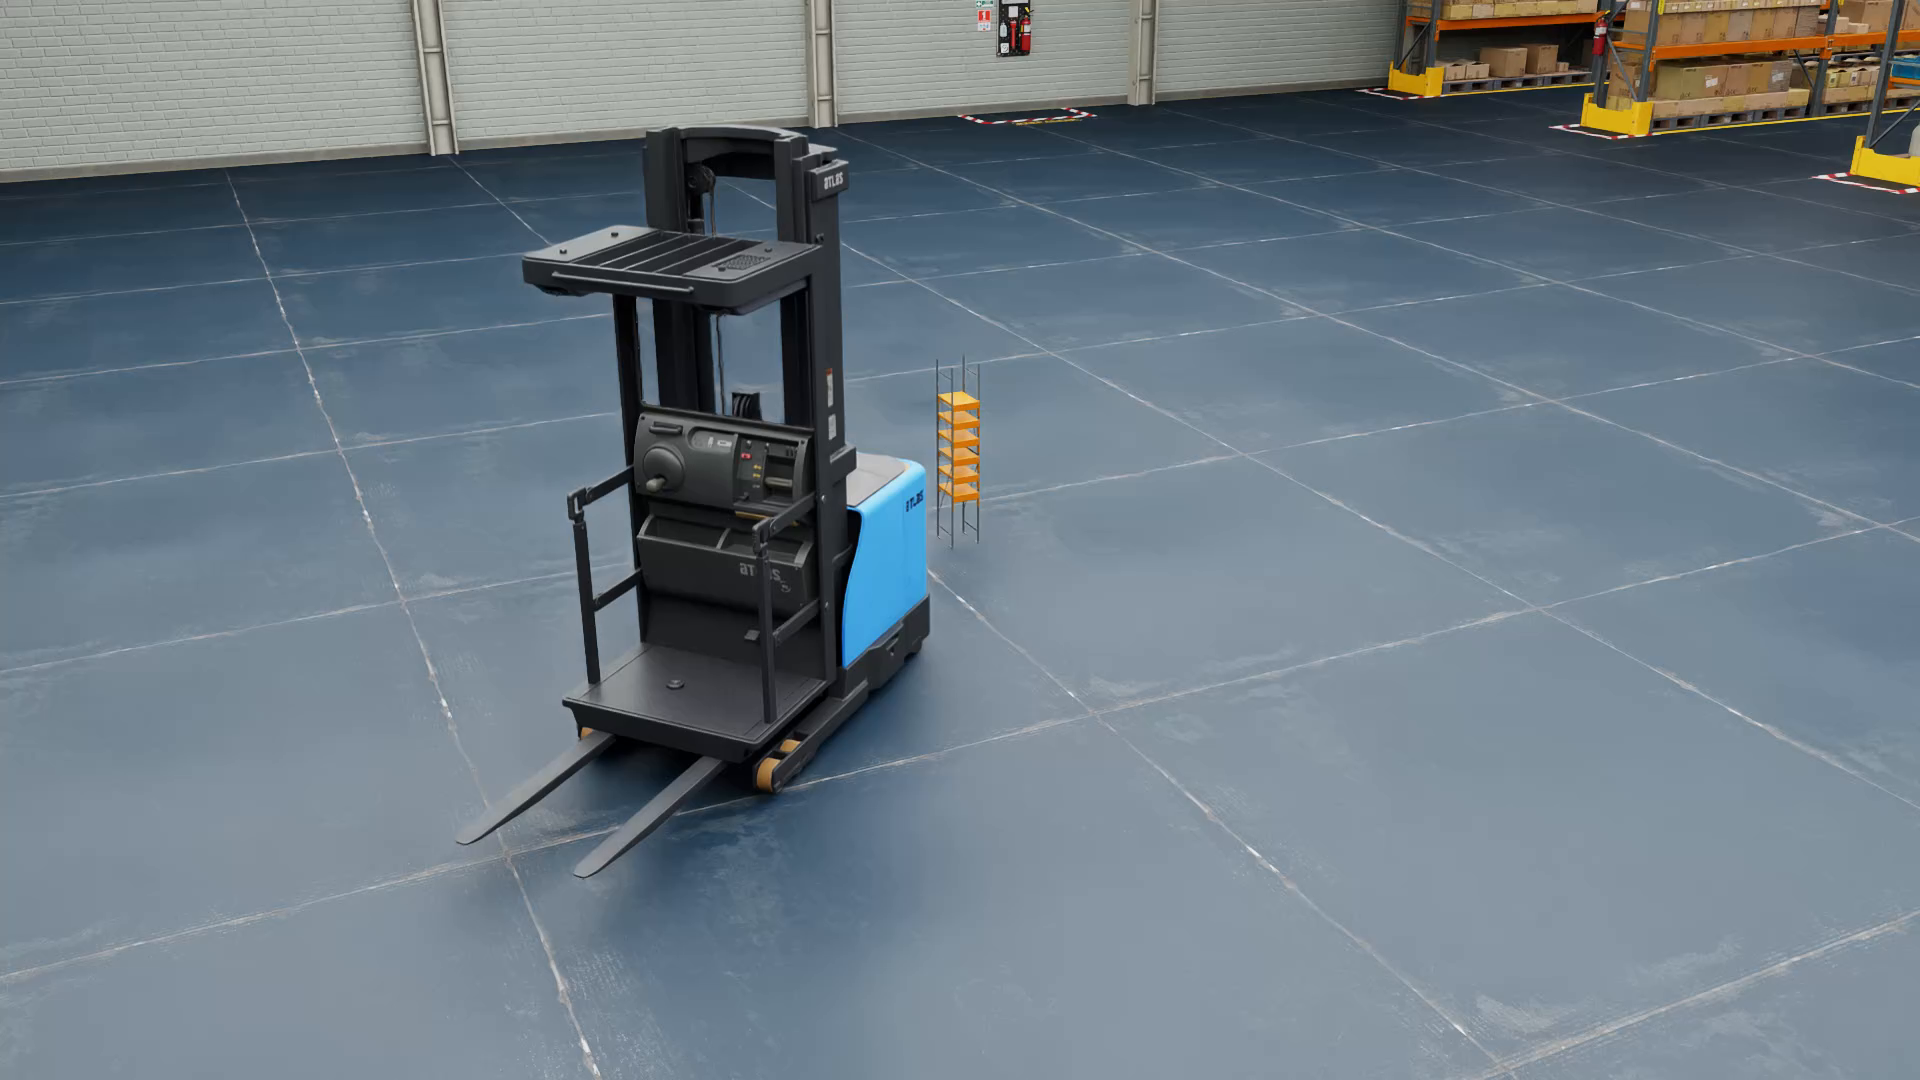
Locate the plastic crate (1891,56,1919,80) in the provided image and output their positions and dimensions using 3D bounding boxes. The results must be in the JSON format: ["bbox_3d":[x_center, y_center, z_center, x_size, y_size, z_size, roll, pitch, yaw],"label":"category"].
[{"bbox_3d":[12.958,-6.372,22.416,0.616,0.251,0.499,-10,25,-24],"label":"plastic crate"}]

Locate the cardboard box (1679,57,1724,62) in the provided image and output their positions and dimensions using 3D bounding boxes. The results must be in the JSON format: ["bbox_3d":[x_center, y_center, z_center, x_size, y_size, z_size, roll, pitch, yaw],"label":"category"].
[{"bbox_3d":[12.191,-7.677,27.440,0.500,0.500,0.500,-10,25,-24],"label":"cardboard box"}]

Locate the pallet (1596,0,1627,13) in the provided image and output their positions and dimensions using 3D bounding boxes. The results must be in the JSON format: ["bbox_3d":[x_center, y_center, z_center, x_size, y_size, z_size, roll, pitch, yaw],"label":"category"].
[{"bbox_3d":[12.696,-10.320,32.010,1.213,0.211,1.003,-10,25,-24],"label":"pallet"}]

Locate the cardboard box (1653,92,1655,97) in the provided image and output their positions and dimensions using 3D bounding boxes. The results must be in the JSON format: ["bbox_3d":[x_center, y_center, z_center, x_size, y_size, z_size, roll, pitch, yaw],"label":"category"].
[{"bbox_3d":[11.292,-7.163,27.180,0.500,0.250,0.500,-10,25,-24],"label":"cardboard box"}]

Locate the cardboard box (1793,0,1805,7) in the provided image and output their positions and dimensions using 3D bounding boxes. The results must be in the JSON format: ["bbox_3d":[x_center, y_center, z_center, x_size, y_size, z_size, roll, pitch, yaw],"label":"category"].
[{"bbox_3d":[13.485,-8.768,27.031,0.250,0.149,0.380,-11,25,-25],"label":"cardboard box"}]

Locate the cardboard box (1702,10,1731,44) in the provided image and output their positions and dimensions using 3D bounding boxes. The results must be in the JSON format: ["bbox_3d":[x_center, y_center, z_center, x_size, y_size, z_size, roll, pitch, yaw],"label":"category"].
[{"bbox_3d":[11.839,-8.250,26.629,0.500,0.500,0.700,-10,25,-23],"label":"cardboard box"}]

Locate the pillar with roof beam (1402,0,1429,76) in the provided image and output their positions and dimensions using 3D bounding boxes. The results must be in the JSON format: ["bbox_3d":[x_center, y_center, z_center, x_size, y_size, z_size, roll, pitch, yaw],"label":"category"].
[{"bbox_3d":[10.462,-11.371,26.455,0.400,9.000,9.100,-10,25,-24],"label":"pillar with roof beam"}]

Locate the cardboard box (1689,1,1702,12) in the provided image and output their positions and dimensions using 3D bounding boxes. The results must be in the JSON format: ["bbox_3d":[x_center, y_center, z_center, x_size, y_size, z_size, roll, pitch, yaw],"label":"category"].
[{"bbox_3d":[11.401,-8.384,26.104,0.250,0.149,0.380,-10,25,-23],"label":"cardboard box"}]

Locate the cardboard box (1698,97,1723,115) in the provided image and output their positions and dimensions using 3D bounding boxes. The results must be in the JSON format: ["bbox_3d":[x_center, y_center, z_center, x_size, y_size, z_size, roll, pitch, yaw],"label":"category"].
[{"bbox_3d":[11.971,-7.065,26.941,0.500,0.250,0.500,-10,25,-24],"label":"cardboard box"}]

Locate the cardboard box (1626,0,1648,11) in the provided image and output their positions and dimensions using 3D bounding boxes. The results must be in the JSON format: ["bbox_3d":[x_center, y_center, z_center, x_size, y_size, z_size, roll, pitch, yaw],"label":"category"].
[{"bbox_3d":[10.753,-8.437,26.231,0.250,0.149,0.380,-11,25,-25],"label":"cardboard box"}]

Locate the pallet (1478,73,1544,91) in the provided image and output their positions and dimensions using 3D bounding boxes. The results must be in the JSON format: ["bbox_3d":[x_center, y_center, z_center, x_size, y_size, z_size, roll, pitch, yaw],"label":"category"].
[{"bbox_3d":[10.253,-8.716,31.531,1.213,0.211,1.003,-10,25,-24],"label":"pallet"}]

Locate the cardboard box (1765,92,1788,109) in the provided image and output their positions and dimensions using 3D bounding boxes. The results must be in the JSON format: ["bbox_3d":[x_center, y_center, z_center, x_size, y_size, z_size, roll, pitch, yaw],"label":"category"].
[{"bbox_3d":[13.318,-7.317,27.551,0.500,0.250,0.500,-10,25,-24],"label":"cardboard box"}]

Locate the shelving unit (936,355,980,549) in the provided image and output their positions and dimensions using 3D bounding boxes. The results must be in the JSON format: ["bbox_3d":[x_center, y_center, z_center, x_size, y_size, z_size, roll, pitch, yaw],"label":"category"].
[{"bbox_3d":[-0.013,-0.552,10.515,0.189,1.200,0.258,-10,25,-24],"label":"shelving unit"}]

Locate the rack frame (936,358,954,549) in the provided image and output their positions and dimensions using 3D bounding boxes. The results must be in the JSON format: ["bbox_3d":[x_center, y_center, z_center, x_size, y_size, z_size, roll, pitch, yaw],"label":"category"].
[{"bbox_3d":[-0.095,-0.537,10.478,0.006,1.200,0.240,-10,25,-24],"label":"rack frame"}]

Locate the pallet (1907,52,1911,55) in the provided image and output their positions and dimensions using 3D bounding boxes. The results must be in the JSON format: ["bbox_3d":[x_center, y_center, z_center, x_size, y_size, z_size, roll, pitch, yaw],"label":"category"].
[{"bbox_3d":[20.972,-10.674,36.260,1.213,0.211,1.003,-10,25,-24],"label":"pallet"}]

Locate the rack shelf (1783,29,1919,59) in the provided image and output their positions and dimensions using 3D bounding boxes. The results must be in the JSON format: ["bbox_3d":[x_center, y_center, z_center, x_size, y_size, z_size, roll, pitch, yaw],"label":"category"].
[{"bbox_3d":[15.898,-8.625,28.605,4.000,0.370,1.077,-10,25,-24],"label":"rack shelf"}]

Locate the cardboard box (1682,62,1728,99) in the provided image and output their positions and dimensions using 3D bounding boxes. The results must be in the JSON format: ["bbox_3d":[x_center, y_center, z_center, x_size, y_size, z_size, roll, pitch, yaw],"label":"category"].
[{"bbox_3d":[11.966,-7.415,26.808,0.500,0.500,0.500,-10,25,-24],"label":"cardboard box"}]

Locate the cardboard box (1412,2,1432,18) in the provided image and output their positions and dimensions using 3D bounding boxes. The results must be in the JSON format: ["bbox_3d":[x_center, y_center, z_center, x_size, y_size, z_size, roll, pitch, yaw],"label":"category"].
[{"bbox_3d":[8.677,-9.753,30.559,0.500,0.250,0.500,-10,25,-23],"label":"cardboard box"}]

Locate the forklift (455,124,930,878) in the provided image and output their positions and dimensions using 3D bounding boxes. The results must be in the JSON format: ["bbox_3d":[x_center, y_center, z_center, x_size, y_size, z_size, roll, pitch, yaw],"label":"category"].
[{"bbox_3d":[-1.230,-0.344,7.749,1.130,2.935,3.031,10,24,22],"label":"forklift"}]

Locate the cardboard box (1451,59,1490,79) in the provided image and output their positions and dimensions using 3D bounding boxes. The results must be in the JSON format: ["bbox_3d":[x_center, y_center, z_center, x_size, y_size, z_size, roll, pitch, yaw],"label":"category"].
[{"bbox_3d":[9.516,-8.808,31.046,0.500,0.311,0.500,-8,24,-19],"label":"cardboard box"}]

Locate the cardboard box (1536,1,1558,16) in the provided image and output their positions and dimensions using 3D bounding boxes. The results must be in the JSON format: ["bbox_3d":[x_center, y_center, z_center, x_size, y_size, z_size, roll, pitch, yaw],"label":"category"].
[{"bbox_3d":[10.750,-9.920,30.964,0.500,0.250,0.500,-11,25,-24],"label":"cardboard box"}]

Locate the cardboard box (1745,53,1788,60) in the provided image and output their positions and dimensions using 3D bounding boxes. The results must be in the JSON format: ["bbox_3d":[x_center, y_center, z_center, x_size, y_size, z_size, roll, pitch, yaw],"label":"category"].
[{"bbox_3d":[13.542,-7.927,28.043,0.500,0.500,0.500,-10,25,-24],"label":"cardboard box"}]

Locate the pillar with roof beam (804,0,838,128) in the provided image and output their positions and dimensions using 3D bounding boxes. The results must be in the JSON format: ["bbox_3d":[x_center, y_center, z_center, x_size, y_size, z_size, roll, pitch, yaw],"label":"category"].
[{"bbox_3d":[-0.350,-9.381,21.646,0.400,9.000,9.100,-10,25,-24],"label":"pillar with roof beam"}]

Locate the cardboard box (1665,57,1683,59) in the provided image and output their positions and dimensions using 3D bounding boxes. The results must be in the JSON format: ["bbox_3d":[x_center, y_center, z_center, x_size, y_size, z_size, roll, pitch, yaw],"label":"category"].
[{"bbox_3d":[13.972,-9.769,33.121,0.500,0.500,0.700,-11,25,-24],"label":"cardboard box"}]

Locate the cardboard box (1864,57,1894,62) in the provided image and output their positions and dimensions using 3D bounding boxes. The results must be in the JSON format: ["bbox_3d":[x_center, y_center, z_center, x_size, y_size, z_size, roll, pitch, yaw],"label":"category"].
[{"bbox_3d":[16.170,-8.312,29.222,0.500,0.311,0.500,-11,25,-25],"label":"cardboard box"}]

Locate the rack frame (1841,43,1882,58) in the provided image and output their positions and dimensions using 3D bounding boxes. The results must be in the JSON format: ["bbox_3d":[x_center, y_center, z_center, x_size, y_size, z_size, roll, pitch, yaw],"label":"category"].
[{"bbox_3d":[19.152,-11.659,34.994,0.127,3.000,1.000,-10,25,-24],"label":"rack frame"}]

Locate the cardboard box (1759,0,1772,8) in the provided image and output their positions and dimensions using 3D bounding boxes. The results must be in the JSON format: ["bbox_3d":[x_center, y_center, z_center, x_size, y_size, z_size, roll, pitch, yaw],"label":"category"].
[{"bbox_3d":[12.799,-8.642,26.728,0.250,0.149,0.380,-10,24,-22],"label":"cardboard box"}]

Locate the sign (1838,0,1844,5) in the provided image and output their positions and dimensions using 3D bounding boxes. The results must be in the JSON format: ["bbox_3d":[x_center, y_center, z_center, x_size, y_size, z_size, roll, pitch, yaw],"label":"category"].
[{"bbox_3d":[14.338,-8.871,27.024,0.005,0.325,0.100,-10,25,-24],"label":"sign"}]

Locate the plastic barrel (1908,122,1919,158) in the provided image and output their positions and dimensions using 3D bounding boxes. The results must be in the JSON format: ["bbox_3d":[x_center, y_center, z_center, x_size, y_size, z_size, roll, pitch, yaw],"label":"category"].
[{"bbox_3d":[13.196,-5.434,22.660,0.421,0.512,0.421,0,22,0],"label":"plastic barrel"}]

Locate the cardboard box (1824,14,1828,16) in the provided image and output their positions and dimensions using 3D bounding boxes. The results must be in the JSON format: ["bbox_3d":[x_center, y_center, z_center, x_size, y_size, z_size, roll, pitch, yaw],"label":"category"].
[{"bbox_3d":[14.808,-8.773,28.197,0.258,0.266,0.396,-11,25,-25],"label":"cardboard box"}]

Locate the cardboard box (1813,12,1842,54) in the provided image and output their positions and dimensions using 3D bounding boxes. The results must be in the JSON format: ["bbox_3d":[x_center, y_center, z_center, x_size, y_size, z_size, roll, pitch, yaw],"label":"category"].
[{"bbox_3d":[17.823,-10.559,34.598,0.750,0.750,0.750,-10,24,-22],"label":"cardboard box"}]

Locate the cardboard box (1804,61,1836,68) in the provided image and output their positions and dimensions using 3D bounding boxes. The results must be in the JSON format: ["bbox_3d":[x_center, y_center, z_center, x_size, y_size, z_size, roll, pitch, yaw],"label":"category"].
[{"bbox_3d":[14.802,-8.063,28.619,0.500,0.311,0.500,-10,24,-22],"label":"cardboard box"}]

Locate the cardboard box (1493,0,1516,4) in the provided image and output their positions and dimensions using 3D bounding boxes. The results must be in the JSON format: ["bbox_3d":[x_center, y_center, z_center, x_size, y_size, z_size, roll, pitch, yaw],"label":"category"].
[{"bbox_3d":[9.818,-10.093,30.400,0.500,0.500,0.500,-11,25,-25],"label":"cardboard box"}]

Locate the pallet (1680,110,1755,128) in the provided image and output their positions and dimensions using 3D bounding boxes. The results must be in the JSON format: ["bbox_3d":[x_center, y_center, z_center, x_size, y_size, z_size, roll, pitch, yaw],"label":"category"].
[{"bbox_3d":[12.260,-7.016,27.423,1.213,0.211,1.003,-10,25,-24],"label":"pallet"}]

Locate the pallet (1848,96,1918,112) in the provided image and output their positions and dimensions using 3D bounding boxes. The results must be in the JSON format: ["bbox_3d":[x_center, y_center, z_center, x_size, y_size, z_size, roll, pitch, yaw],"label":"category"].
[{"bbox_3d":[15.843,-7.677,29.019,1.213,0.211,1.003,-10,25,-24],"label":"pallet"}]

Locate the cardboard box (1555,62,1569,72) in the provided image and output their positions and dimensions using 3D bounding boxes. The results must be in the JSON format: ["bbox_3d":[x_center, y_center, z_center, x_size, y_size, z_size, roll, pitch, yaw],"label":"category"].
[{"bbox_3d":[11.475,-9.127,32.007,0.250,0.166,0.380,-14,26,-30],"label":"cardboard box"}]

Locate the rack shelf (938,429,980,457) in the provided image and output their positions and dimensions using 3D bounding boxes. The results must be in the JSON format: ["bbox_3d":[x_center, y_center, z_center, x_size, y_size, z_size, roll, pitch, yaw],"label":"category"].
[{"bbox_3d":[-0.013,-0.622,10.486,0.180,0.103,0.258,-10,25,-24],"label":"rack shelf"}]

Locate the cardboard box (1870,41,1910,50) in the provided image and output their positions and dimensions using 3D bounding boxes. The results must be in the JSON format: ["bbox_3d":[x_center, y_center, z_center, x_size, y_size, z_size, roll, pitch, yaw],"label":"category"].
[{"bbox_3d":[19.871,-10.787,35.606,0.500,0.500,0.700,-10,25,-23],"label":"cardboard box"}]

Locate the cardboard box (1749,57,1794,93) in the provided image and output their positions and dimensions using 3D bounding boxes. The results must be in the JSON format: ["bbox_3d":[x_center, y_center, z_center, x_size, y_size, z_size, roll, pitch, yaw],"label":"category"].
[{"bbox_3d":[13.317,-7.664,27.409,0.500,0.500,0.500,-10,25,-24],"label":"cardboard box"}]

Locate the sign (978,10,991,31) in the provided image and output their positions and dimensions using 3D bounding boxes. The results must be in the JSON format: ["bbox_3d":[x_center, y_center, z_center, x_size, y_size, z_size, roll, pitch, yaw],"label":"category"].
[{"bbox_3d":[0.403,-8.651,27.681,0.234,0.329,0.001,-10,25,-24],"label":"sign"}]

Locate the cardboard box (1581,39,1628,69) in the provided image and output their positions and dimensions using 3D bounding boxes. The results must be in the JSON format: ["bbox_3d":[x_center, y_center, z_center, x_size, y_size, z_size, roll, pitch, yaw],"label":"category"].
[{"bbox_3d":[12.600,-9.508,32.491,0.500,0.500,0.700,-10,24,-22],"label":"cardboard box"}]

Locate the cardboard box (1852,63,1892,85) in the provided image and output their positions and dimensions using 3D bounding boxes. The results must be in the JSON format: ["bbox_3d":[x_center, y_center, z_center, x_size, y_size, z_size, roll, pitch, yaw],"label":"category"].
[{"bbox_3d":[15.495,-7.958,28.367,0.500,0.311,0.500,-11,25,-25],"label":"cardboard box"}]

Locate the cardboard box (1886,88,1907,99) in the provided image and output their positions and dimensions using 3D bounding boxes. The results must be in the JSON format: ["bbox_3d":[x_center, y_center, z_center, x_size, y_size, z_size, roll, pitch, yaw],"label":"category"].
[{"bbox_3d":[15.952,-7.786,28.683,0.500,0.250,0.500,-10,24,-23],"label":"cardboard box"}]

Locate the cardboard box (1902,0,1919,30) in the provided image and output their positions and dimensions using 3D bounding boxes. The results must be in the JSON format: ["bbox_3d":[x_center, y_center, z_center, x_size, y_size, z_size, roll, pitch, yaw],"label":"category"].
[{"bbox_3d":[16.195,-9.051,28.563,0.500,0.500,0.500,-12,25,-26],"label":"cardboard box"}]

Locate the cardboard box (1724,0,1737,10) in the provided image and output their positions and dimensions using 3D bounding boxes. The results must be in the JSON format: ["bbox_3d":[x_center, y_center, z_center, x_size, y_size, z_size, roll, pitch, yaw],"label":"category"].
[{"bbox_3d":[12.098,-8.513,26.415,0.250,0.149,0.380,-11,25,-24],"label":"cardboard box"}]

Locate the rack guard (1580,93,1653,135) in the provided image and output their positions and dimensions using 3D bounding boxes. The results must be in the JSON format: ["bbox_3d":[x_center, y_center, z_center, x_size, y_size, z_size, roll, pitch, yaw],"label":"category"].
[{"bbox_3d":[10.470,-6.803,26.531,0.348,0.500,1.175,-10,25,-24],"label":"rack guard"}]

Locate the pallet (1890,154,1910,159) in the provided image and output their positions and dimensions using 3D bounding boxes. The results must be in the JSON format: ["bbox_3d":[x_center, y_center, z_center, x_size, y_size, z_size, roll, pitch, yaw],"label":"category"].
[{"bbox_3d":[13.419,-5.128,22.861,1.213,0.211,1.003,-10,25,-24],"label":"pallet"}]

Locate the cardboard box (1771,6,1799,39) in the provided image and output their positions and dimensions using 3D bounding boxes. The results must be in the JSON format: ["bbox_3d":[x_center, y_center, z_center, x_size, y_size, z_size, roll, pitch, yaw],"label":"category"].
[{"bbox_3d":[13.226,-8.506,27.247,0.500,0.500,0.700,-11,25,-24],"label":"cardboard box"}]

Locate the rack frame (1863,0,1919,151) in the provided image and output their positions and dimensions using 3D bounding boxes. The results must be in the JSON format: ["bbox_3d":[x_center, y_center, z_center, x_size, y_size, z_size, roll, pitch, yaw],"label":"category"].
[{"bbox_3d":[12.636,-6.254,21.937,0.127,3.000,1.000,-10,25,-24],"label":"rack frame"}]

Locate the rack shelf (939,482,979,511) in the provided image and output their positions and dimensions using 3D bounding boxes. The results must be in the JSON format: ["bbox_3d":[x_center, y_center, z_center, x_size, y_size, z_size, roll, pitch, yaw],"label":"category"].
[{"bbox_3d":[-0.013,-0.289,10.624,0.180,0.103,0.258,-10,25,-24],"label":"rack shelf"}]

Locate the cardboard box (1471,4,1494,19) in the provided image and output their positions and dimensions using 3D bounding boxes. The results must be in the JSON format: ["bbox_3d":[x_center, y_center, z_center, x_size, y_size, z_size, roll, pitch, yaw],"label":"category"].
[{"bbox_3d":[9.379,-9.671,30.361,0.500,0.250,0.500,-11,25,-25],"label":"cardboard box"}]

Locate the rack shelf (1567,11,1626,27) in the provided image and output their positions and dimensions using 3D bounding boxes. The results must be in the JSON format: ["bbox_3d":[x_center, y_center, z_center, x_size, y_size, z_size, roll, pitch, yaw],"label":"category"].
[{"bbox_3d":[13.746,-10.331,32.727,4.000,0.370,1.077,-10,25,-24],"label":"rack shelf"}]

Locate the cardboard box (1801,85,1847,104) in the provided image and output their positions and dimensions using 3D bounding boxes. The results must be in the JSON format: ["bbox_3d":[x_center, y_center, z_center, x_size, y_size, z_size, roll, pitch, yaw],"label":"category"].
[{"bbox_3d":[14.567,-7.531,28.067,0.500,0.250,0.500,-11,25,-25],"label":"cardboard box"}]
